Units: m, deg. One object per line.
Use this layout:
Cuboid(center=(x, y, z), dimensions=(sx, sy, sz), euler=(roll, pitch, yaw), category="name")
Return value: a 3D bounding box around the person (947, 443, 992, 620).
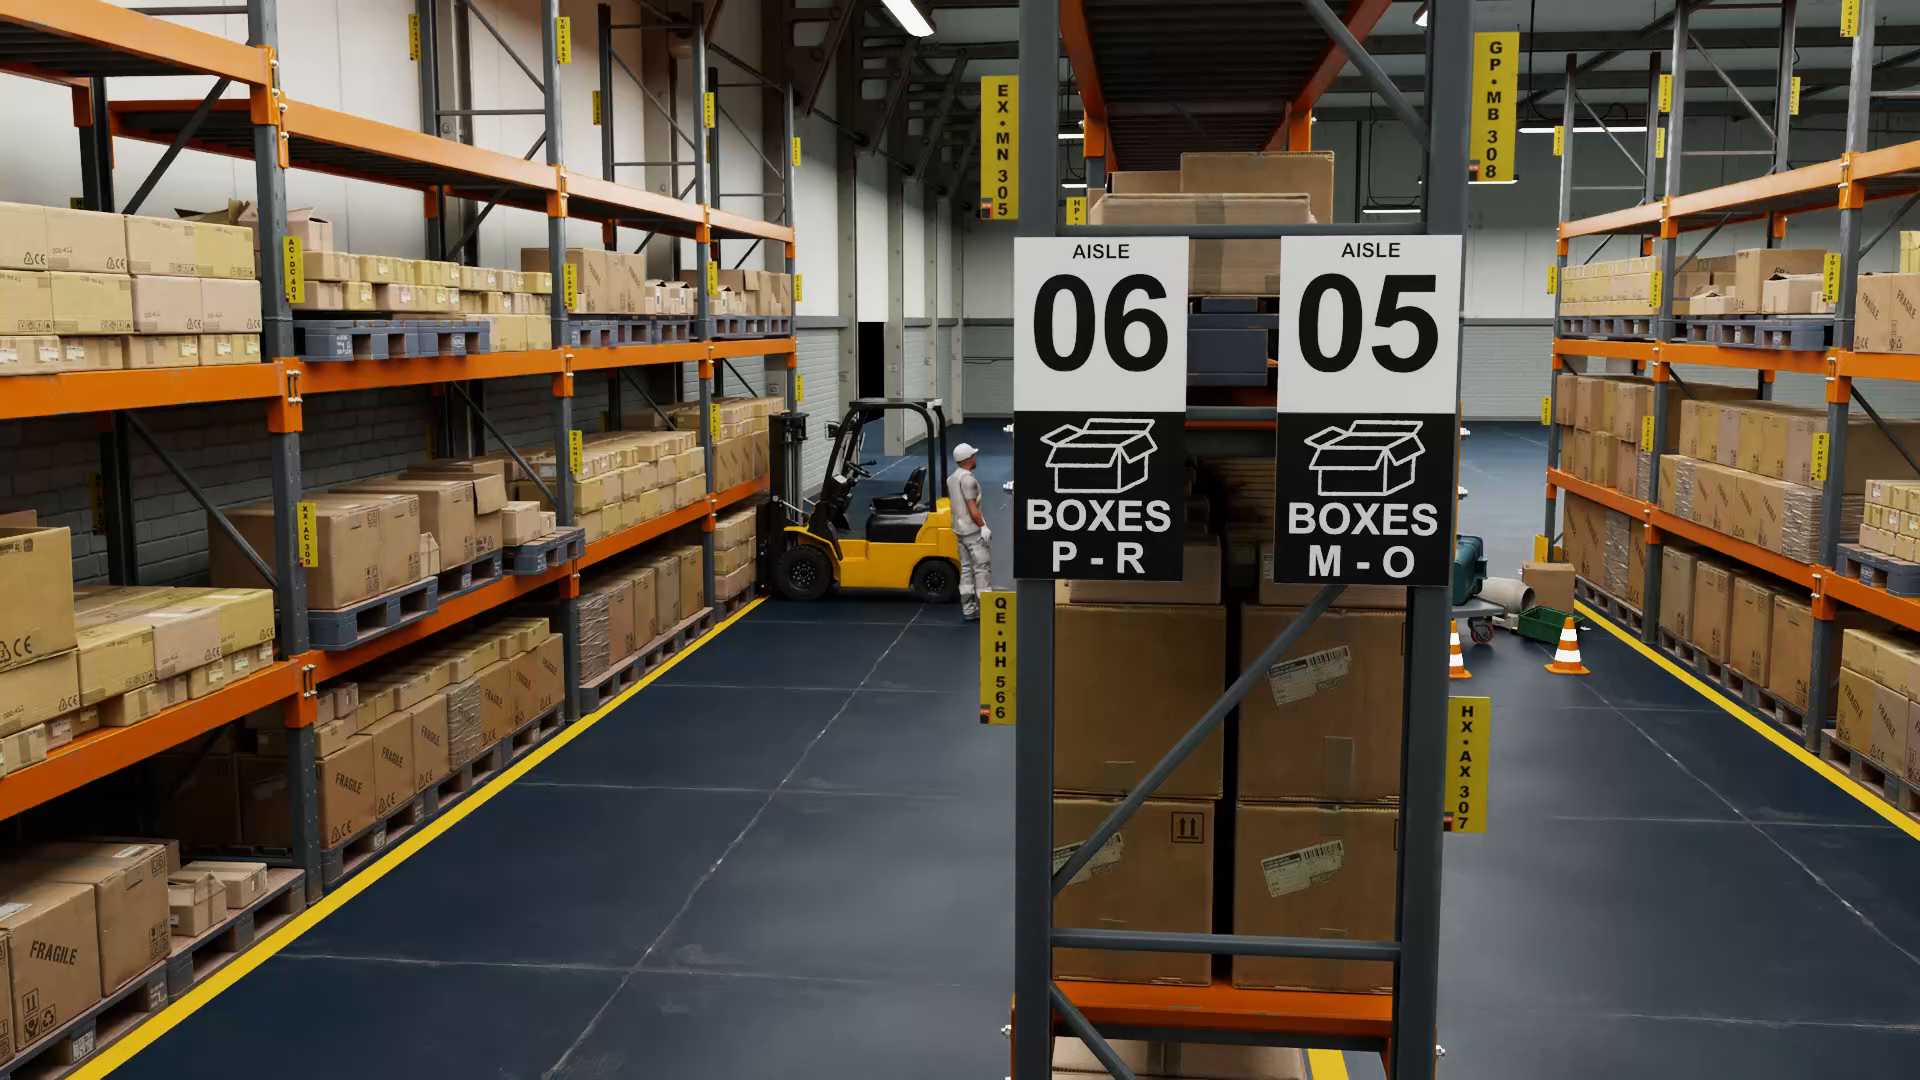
Cuboid(center=(0.179, -0.081, 16.739), dimensions=(0.564, 1.787, 0.637), euler=(-3, 8, -23), category="person")
